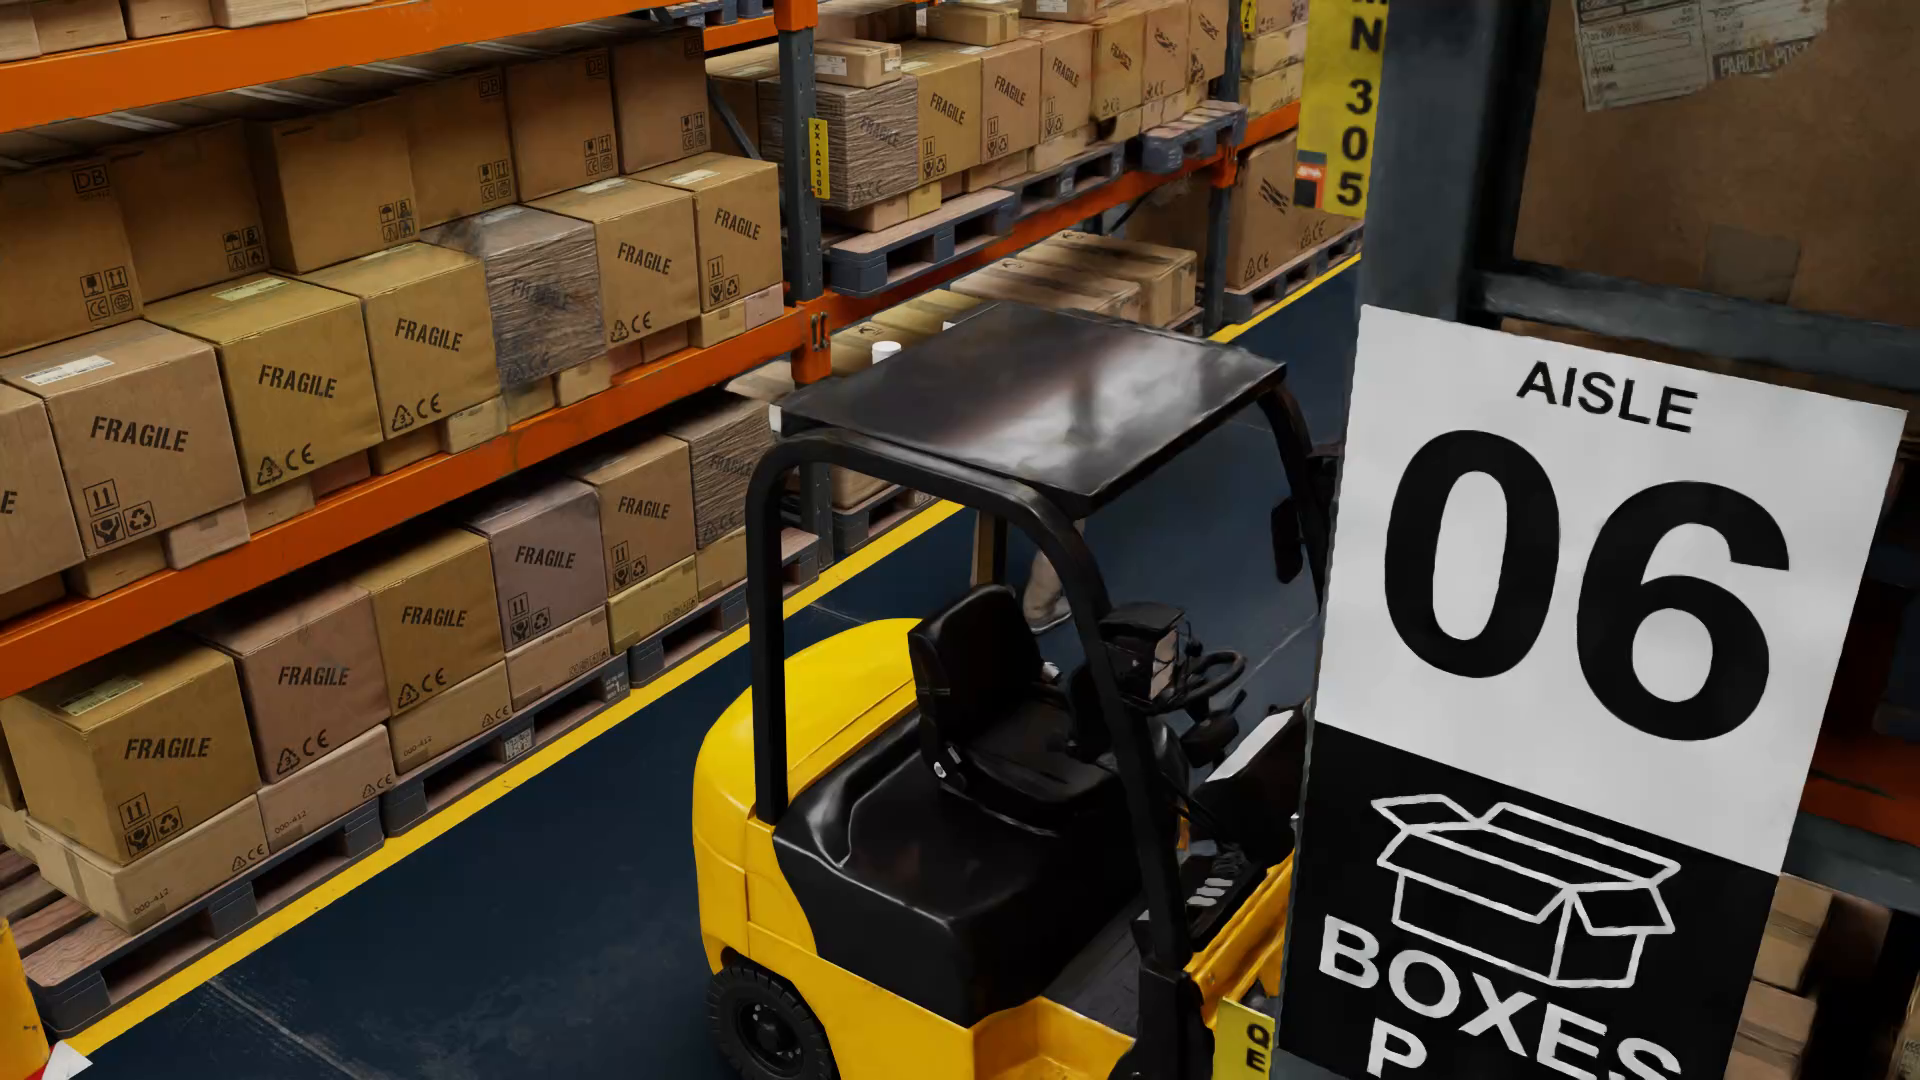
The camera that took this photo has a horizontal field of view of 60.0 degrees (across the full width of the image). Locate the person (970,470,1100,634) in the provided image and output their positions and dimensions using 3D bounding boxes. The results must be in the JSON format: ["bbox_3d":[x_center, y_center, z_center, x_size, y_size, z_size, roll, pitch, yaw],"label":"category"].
[{"bbox_3d":[0.357,-0.282,7.238,0.496,1.243,0.916,15,30,26],"label":"person"}]
